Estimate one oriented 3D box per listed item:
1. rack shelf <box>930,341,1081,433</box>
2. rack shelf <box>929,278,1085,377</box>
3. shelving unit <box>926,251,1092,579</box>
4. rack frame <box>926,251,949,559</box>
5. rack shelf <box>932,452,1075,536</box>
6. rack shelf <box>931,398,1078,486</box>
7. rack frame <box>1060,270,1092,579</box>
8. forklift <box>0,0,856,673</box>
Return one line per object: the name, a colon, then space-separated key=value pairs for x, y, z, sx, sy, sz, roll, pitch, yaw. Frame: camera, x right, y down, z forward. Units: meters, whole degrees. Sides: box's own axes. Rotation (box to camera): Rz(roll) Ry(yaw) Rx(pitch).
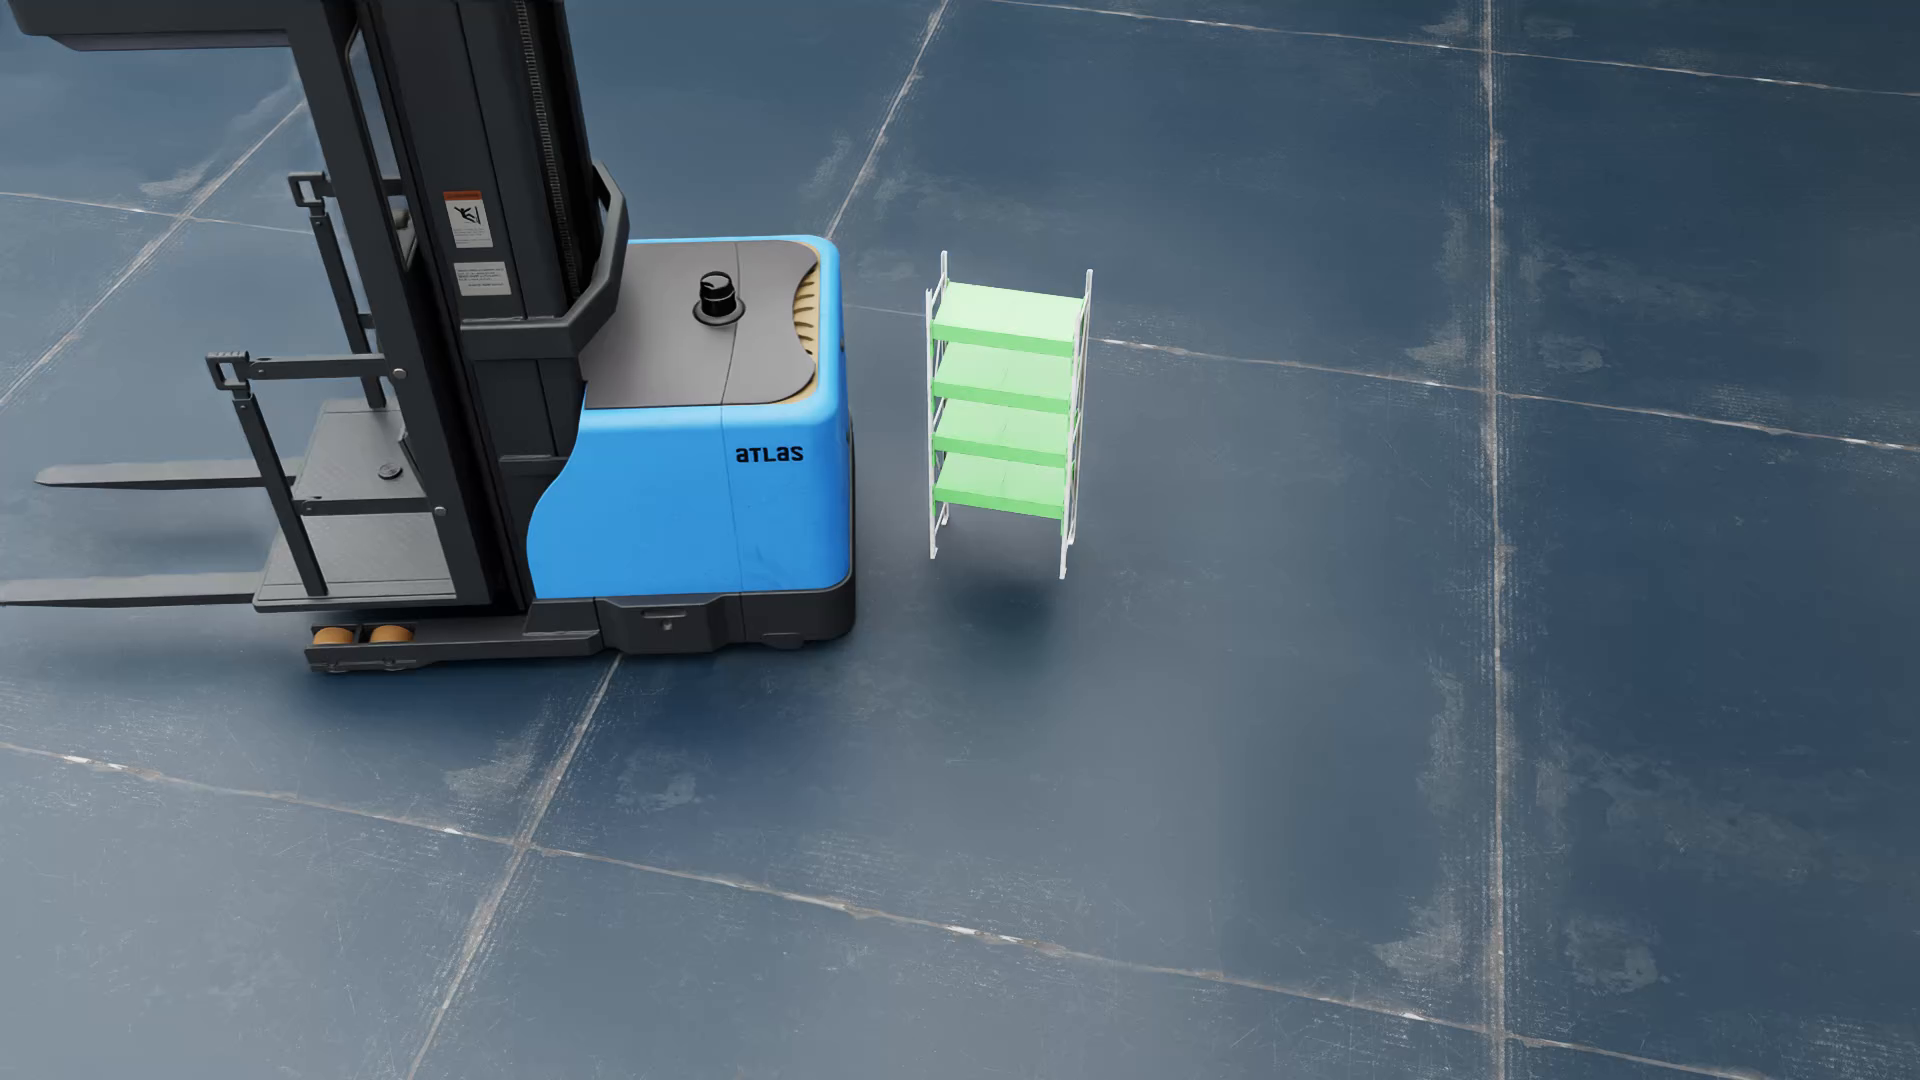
rack shelf: x=0.162 y=-0.534 z=5.686 sx=0.480 sy=0.148 sz=0.258 roll=9 pitch=45 yaw=9
rack shelf: x=0.162 y=-0.707 z=5.519 sx=0.480 sy=0.148 sz=0.258 roll=9 pitch=45 yaw=9
shelving unit: x=0.162 y=-0.407 z=5.808 sx=0.503 sy=1.200 sz=0.258 roll=9 pitch=45 yaw=9
rack frame: x=-0.077 y=-0.444 z=5.846 sx=0.015 sy=1.200 sz=0.240 roll=9 pitch=45 yaw=9
rack shelf: x=0.162 y=-0.188 z=6.019 sx=0.480 sy=0.148 sz=0.258 roll=9 pitch=45 yaw=9
rack shelf: x=0.162 y=-0.361 z=5.852 sx=0.480 sy=0.148 sz=0.258 roll=9 pitch=45 yaw=9
rack frame: x=0.400 y=-0.370 z=5.769 sx=0.015 sy=1.200 sz=0.240 roll=9 pitch=45 yaw=9
forklift: x=-1.902 y=-0.973 z=5.147 sx=3.031 sy=2.935 sz=1.130 roll=-2 pitch=44 yaw=-2
